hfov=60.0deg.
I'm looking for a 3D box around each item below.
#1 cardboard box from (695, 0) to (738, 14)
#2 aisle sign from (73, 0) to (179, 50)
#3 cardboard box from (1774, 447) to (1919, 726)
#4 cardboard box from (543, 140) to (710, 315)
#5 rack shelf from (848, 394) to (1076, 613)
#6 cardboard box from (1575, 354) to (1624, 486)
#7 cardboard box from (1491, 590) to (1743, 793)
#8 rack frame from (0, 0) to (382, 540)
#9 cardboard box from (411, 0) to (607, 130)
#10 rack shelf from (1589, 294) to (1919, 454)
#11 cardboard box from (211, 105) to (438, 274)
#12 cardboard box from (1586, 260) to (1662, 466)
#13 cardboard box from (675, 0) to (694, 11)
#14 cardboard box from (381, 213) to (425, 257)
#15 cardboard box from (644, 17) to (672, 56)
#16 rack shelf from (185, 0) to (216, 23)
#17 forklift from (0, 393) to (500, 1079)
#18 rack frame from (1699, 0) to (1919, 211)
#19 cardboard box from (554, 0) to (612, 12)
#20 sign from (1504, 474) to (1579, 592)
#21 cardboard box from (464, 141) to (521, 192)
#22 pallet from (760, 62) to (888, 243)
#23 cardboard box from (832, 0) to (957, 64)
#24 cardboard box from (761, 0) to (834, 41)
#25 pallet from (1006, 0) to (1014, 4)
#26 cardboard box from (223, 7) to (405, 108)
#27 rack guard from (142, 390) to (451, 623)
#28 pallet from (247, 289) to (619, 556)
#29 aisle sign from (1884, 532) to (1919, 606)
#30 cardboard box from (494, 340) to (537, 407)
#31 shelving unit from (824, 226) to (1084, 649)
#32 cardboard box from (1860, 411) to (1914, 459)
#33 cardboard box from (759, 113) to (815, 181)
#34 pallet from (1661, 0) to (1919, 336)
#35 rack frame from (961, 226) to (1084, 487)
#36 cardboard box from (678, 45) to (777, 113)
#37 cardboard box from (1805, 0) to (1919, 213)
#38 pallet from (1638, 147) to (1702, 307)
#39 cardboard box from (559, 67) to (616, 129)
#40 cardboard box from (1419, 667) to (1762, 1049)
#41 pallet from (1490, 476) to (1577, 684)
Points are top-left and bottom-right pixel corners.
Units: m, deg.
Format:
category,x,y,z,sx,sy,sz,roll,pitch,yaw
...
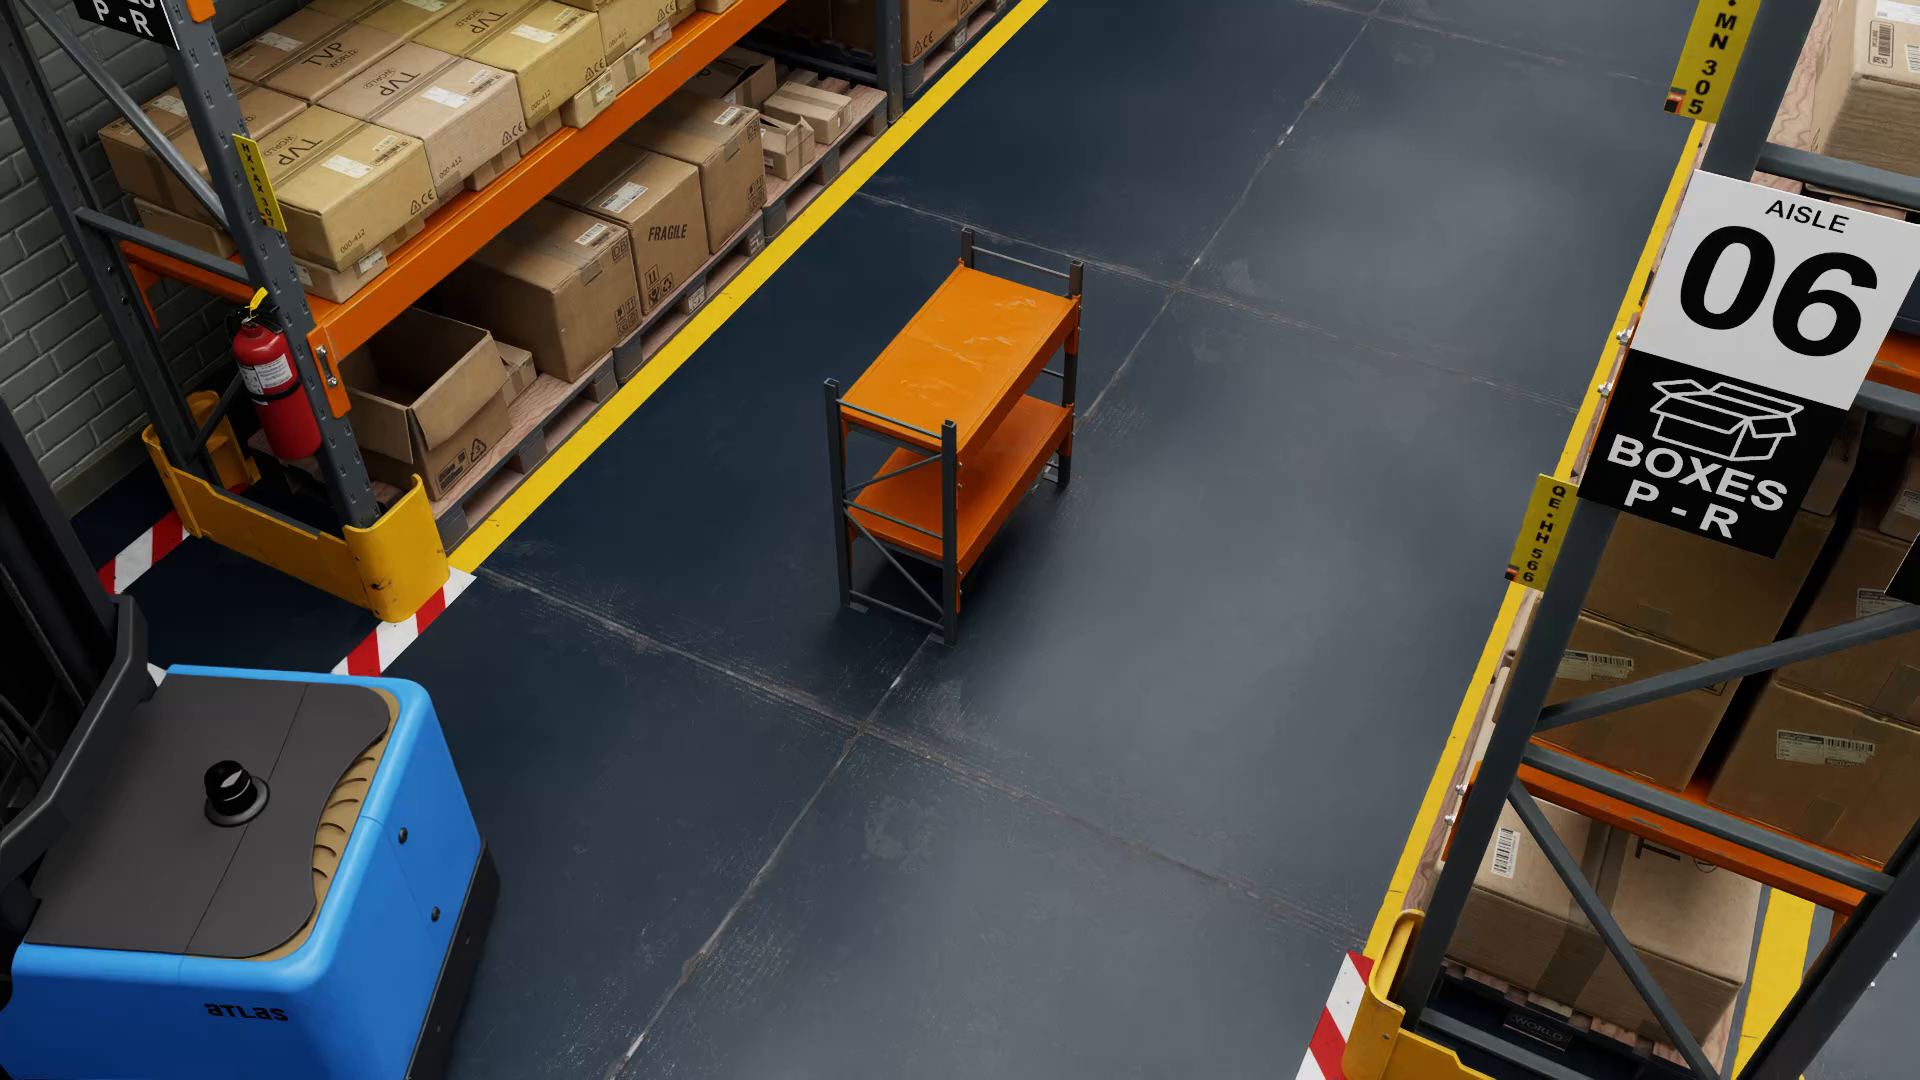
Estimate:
category,x,y,z,sx,sy,sz,roll,pitch,yaw
cardboard box,-1.143,-2.447,7.236,0.380,0.149,0.250,20,49,18
aisle sign,-2.407,-1.743,4.536,0.394,0.787,0.004,20,49,19
cardboard box,2.238,0.072,3.796,0.500,0.500,0.500,19,48,18
cardboard box,-1.502,-1.418,7.505,0.500,0.500,0.500,21,49,20
rack shelf,-0.003,-0.219,6.520,0.538,0.278,1.000,20,49,19
cardboard box,2.818,-0.175,6.321,0.875,0.438,0.875,19,48,18
cardboard box,1.752,0.241,4.333,0.500,0.500,0.500,21,49,19
rack frame,-2.635,-0.969,5.599,1.000,3.000,0.127,20,49,19
cardboard box,-1.720,-1.856,6.372,0.500,0.250,0.500,20,49,18
rack shelf,2.691,-1.394,4.416,1.077,0.370,4.000,20,49,19
cardboard box,-2.186,-1.218,5.741,0.500,0.250,0.500,21,49,19
cardboard box,1.992,-0.441,4.303,0.500,0.500,0.500,21,49,19
cardboard box,-1.261,-2.509,7.017,0.500,0.250,0.500,20,49,19
cardboard box,-2.163,-1.173,5.977,0.380,0.149,0.250,22,49,20
cardboard box,-1.435,-2.151,6.943,0.380,0.149,0.250,20,49,19
rack shelf,-1.707,-3.031,6.033,1.077,0.370,4.000,20,49,19
forklift,-3.068,0.392,4.302,3.031,2.935,1.130,3,45,3
rack frame,1.763,-1.442,1.848,1.000,3.000,0.127,20,49,19
cardboard box,-1.490,-2.427,6.409,0.500,0.500,0.500,22,49,20
sign,1.289,-0.011,3.671,0.100,0.325,0.005,20,49,19
cardboard box,-1.900,-1.489,6.289,0.380,0.149,0.250,22,49,20
pallet,-1.098,-2.077,8.654,1.003,0.211,1.213,20,49,19
cardboard box,-0.355,-2.989,9.057,0.500,0.500,0.500,22,49,21
cardboard box,-0.812,-3.165,9.231,0.500,0.500,0.500,20,49,19
pallet,0.131,-3.805,10.363,1.003,0.211,1.213,20,49,19
cardboard box,-2.416,-1.723,6.240,0.500,0.250,0.500,21,49,19
rack guard,-2.600,-0.139,6.535,1.175,0.500,0.348,20,49,19
pallet,-2.231,-0.540,7.135,1.003,0.211,1.213,20,49,19
aisle sign,1.986,-0.106,2.918,0.394,0.787,0.004,20,49,19
cardboard box,-2.036,-0.724,7.065,0.380,0.149,0.250,19,48,18
shelving unit,-0.003,-0.391,6.346,0.538,1.125,1.048,20,49,19
cardboard box,2.232,-0.268,3.677,0.380,0.149,0.250,22,49,20
cardboard box,-0.943,-2.003,8.248,0.396,0.266,0.258,22,49,20
pallet,2.098,-0.827,3.412,1.003,0.211,1.213,20,49,19
rack frame,0.233,-0.711,6.662,0.500,1.125,0.032,20,49,19
cardboard box,-1.294,-2.354,8.562,0.500,0.311,0.500,22,49,20
cardboard box,1.892,-0.831,3.093,0.500,0.250,0.500,16,48,15
pallet,3.911,-1.384,7.969,1.003,0.211,1.213,20,49,19
cardboard box,-1.598,-1.793,6.589,0.380,0.149,0.250,19,48,18
cardboard box,1.981,0.971,5.187,0.875,0.438,0.875,19,48,18
pallet,2.632,0.352,6.254,1.003,0.211,1.213,20,49,19
